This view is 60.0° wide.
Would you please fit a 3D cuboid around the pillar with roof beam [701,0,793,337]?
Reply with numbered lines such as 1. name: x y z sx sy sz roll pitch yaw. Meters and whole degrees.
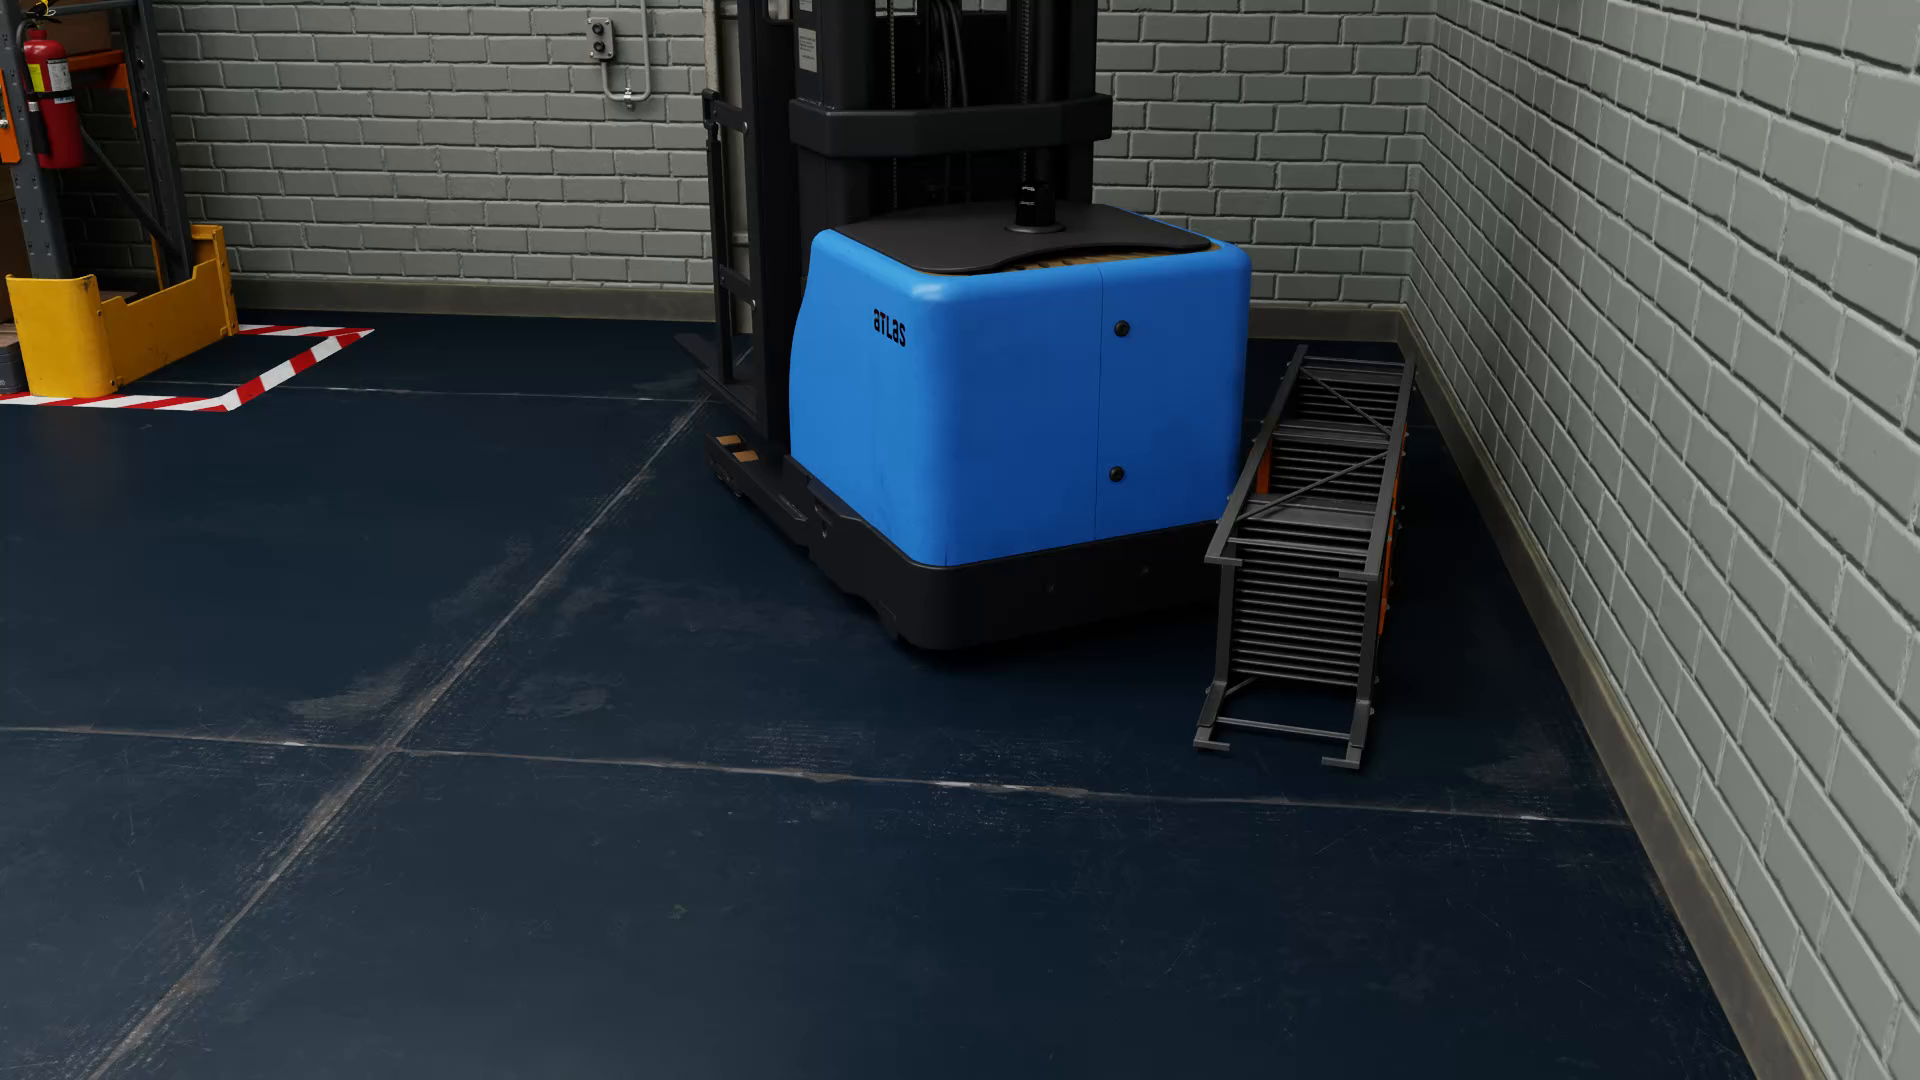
1. pillar with roof beam: -1.429 -3.621 2.359 0.400 9.000 9.100 2 22 6

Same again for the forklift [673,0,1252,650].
1. forklift: -0.263 -1.570 5.426 1.130 2.935 3.031 -10 24 -23

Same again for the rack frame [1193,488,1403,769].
1. rack frame: 1.069 0.162 4.983 0.400 0.015 2.100 6 22 16

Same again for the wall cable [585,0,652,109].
1. wall cable: -2.323 -2.966 7.481 1.851 1.984 0.084 2 22 6

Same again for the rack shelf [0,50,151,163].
1. rack shelf: -5.692 -1.956 7.285 4.000 0.370 1.077 2 22 6

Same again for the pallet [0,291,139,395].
1. pallet: -4.509 -0.913 7.462 1.213 0.211 1.003 2 22 6

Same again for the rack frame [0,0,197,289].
1. rack frame: -3.706 -2.204 6.934 0.127 3.000 1.000 2 22 6

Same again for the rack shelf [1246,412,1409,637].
1. rack shelf: 1.066 -0.061 4.883 0.431 0.480 0.518 6 22 16

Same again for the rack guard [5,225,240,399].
1. rack guard: -3.682 -1.040 7.391 0.348 0.500 1.175 2 22 6

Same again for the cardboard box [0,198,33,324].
1. cardboard box: -4.413 -1.230 7.301 0.500 0.500 0.700 2 22 6

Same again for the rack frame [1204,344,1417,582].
1. rack frame: 1.071 -0.293 4.808 0.400 0.015 2.100 6 22 16

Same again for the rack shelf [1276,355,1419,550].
1. rack shelf: 1.267 -0.302 5.509 0.431 0.480 0.518 6 22 16

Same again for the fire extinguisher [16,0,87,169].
1. fire extinguisher: -3.610 -1.819 6.574 0.183 0.674 0.296 2 22 6

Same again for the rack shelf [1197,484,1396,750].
1. rack shelf: 0.865 0.179 4.258 0.431 0.480 0.518 6 22 16

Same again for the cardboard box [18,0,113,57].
1. cardboard box: -4.213 -2.362 6.926 0.700 0.700 0.980 3 22 9

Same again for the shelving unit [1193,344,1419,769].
1. shelving unit: 1.070 -0.066 4.895 0.431 0.503 2.100 6 22 16

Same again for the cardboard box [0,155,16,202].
1. cardboard box: -4.265 -1.600 7.353 0.250 0.149 0.380 3 22 7
